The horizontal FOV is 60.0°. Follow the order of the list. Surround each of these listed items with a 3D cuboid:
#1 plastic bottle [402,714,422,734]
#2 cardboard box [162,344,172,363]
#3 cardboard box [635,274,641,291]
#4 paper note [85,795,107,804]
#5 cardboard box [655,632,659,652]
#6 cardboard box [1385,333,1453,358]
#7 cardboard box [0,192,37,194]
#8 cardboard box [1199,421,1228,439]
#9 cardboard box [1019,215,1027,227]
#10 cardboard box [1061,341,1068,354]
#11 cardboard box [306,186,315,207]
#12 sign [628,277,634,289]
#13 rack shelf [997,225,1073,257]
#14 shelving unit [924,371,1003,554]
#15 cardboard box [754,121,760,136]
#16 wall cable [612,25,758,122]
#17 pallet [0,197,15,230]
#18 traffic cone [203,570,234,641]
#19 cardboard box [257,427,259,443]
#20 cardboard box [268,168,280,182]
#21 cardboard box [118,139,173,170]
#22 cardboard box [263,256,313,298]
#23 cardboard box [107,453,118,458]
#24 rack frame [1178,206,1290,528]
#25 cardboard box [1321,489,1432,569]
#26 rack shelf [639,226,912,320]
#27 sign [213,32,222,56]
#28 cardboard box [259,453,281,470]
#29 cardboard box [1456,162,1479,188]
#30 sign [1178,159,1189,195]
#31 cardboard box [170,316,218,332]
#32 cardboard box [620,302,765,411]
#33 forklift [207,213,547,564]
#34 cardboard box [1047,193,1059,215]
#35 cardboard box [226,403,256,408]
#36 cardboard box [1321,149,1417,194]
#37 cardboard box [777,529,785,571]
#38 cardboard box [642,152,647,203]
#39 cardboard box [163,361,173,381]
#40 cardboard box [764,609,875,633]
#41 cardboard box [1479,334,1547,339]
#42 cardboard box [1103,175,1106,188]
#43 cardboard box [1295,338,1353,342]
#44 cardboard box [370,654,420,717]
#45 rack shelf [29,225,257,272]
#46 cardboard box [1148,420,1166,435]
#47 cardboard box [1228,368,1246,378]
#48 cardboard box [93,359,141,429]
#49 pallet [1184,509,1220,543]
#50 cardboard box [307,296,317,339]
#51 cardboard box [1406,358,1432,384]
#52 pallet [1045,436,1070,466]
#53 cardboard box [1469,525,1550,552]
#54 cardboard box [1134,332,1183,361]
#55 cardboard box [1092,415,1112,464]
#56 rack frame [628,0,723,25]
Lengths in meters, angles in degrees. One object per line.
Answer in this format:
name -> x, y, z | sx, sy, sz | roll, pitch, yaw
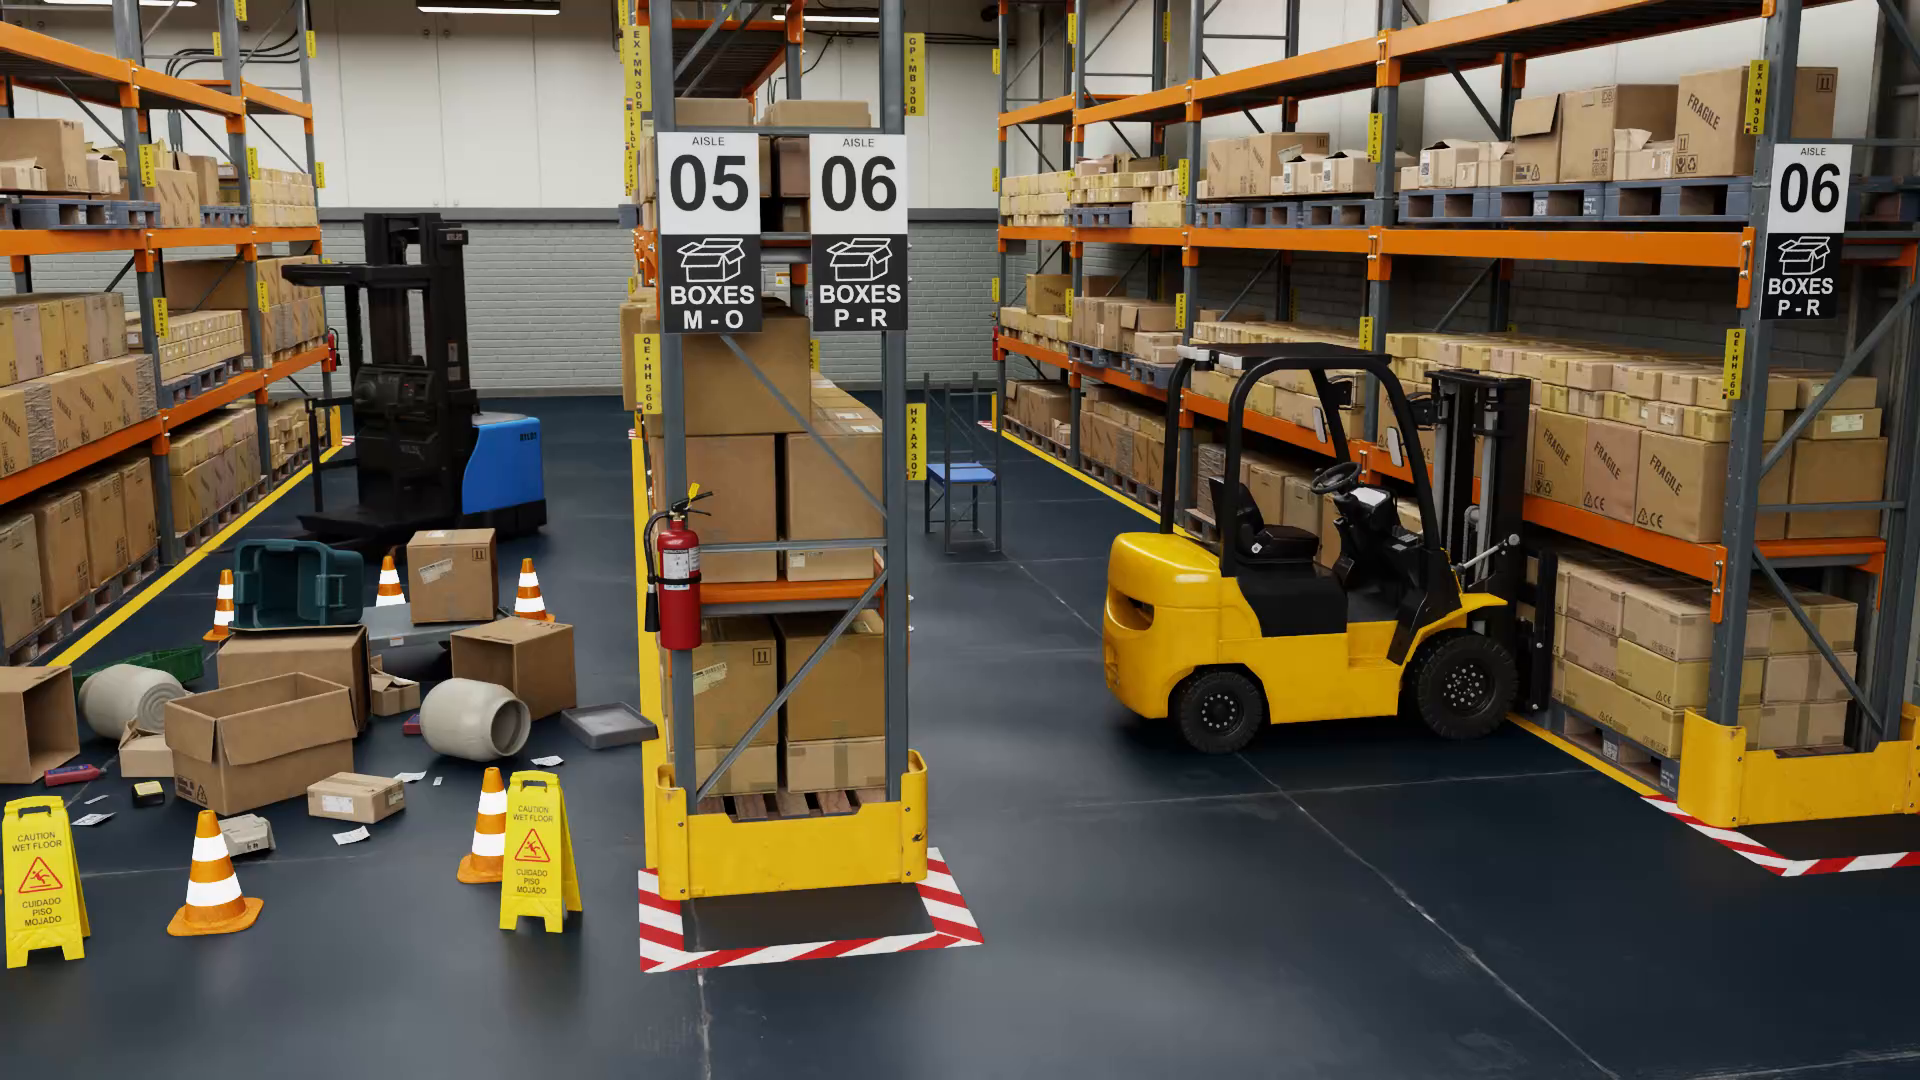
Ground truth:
plastic bottle -> -3.092, 1.045, 9.544 | 0.133, 0.061, 0.283 | 0, 11, -1
cardboard box -> -7.069, -1.613, 14.404 | 0.380, 0.149, 0.250 | -2, 11, -8
cardboard box -> -3.256, -2.620, 17.998 | 0.500, 0.500, 0.500 | -2, 11, -10
paper note -> -4.330, 1.301, 8.337 | 0.032, 0.001, 0.123 | 4, 11, 18
cardboard box -> -1.653, 0.559, 10.469 | 0.500, 0.250, 0.500 | -3, 11, -14
cardboard box -> 3.136, -1.329, 11.361 | 0.380, 0.149, 0.250 | -2, 11, -10
cardboard box -> -7.095, -2.661, 12.145 | 0.500, 0.250, 0.500 | -2, 11, -9
cardboard box -> 2.639, -1.115, 16.859 | 0.380, 0.149, 0.250 | -2, 11, -10
cardboard box -> 0.980, -4.177, 21.769 | 0.380, 0.149, 0.250 | -2, 11, -11
cardboard box -> 1.427, -2.325, 20.061 | 0.380, 0.149, 0.250 | -2, 11, -9
cardboard box -> -8.334, -4.276, 20.683 | 0.500, 0.250, 0.500 | -2, 11, -13
sign -> -4.383, -3.350, 22.246 | 0.100, 0.325, 0.005 | -2, 11, -11
rack shelf -> 1.420, -3.839, 21.246 | 1.077, 0.370, 4.000 | -2, 11, -11
shelving unit -> 0.017, -0.721, 14.974 | 0.538, 1.500, 1.048 | -2, 11, -11
cardboard box -> -0.860, -2.065, 8.539 | 0.380, 0.149, 0.250 | -2, 11, -10
wall cable -> -4.482, -6.911, 27.442 | 2.355, 3.000, 0.029 | -2, 11, -11
pallet -> -6.566, -2.051, 10.439 | 0.805, 0.209, 1.217 | -3, 11, -13
traffic cone -> -5.119, 0.440, 11.646 | 0.336, 0.463, 0.334 | -2, 11, -11
cardboard box -> -7.759, -1.141, 18.080 | 0.380, 0.149, 0.250 | -2, 11, -9
cardboard box -> -7.923, -4.119, 18.789 | 0.380, 0.149, 0.250 | -2, 11, -8
cardboard box -> -7.114, -3.362, 14.498 | 0.396, 0.266, 0.258 | -2, 11, -11
cardboard box -> -8.242, -3.225, 20.379 | 0.500, 0.500, 0.500 | -3, 11, -13
cardboard box -> -7.507, -0.701, 14.416 | 0.500, 0.250, 0.500 | -2, 11, -12
rack frame -> 2.587, -1.618, 15.677 | 1.000, 3.000, 0.127 | -2, 11, -11
cardboard box -> 3.252, -0.020, 12.506 | 0.875, 0.625, 0.625 | -2, 11, -8
rack shelf -> -1.114, -1.457, 8.731 | 1.077, 0.370, 4.000 | -2, 11, -11
sign -> -9.205, -6.131, 20.632 | 0.100, 0.325, 0.005 | -2, 11, -11
cardboard box -> -7.651, -0.857, 18.176 | 0.380, 0.149, 0.250 | -3, 11, -13
cardboard box -> 3.304, -2.256, 10.286 | 0.380, 0.149, 0.250 | -2, 11, -9
sign -> 2.054, -3.327, 15.247 | 0.100, 0.325, 0.005 | -2, 11, -11
cardboard box -> -7.428, -2.091, 16.117 | 0.380, 0.149, 0.250 | -2, 11, -13
cardboard box -> -1.330, -0.925, 8.297 | 0.700, 0.500, 0.500 | -2, 11, -12
forklift -> -5.054, -1.331, 14.350 | 1.130, 2.935, 3.031 | 6, 12, 29
cardboard box -> 1.358, -4.072, 20.153 | 0.500, 0.250, 0.500 | -3, 11, -13
cardboard box -> -8.809, -1.599, 20.483 | 0.380, 0.149, 0.250 | -2, 11, -11
cardboard box -> 2.985, -2.694, 12.153 | 0.500, 0.311, 0.500 | -2, 11, -13
cardboard box -> -0.652, 0.038, 7.648 | 0.380, 0.149, 0.250 | -2, 11, -10
cardboard box -> -1.392, -1.880, 8.634 | 0.500, 0.250, 0.500 | -2, 11, -10
cardboard box -> -7.058, -1.460, 14.395 | 0.380, 0.149, 0.250 | -2, 11, -8
cardboard box -> -0.722, 0.548, 8.520 | 0.500, 0.500, 0.500 | -3, 11, -13
cardboard box -> 3.732, -1.304, 11.226 | 0.380, 0.149, 0.250 | -2, 11, -13
cardboard box -> 1.749, -3.848, 17.853 | 0.380, 0.149, 0.250 | -2, 11, -10
cardboard box -> 2.846, -1.494, 13.023 | 0.380, 0.149, 0.250 | -2, 11, -12
cardboard box -> -3.450, 0.867, 9.932 | 0.396, 0.266, 0.258 | 9, 14, 38
rack shelf -> -7.506, -2.726, 15.396 | 1.077, 0.370, 4.000 | -2, 11, -11
cardboard box -> 2.144, -1.146, 17.021 | 0.380, 0.149, 0.250 | -2, 11, -9
cardboard box -> 2.614, -1.512, 14.180 | 0.500, 0.250, 0.500 | -2, 11, -12
cardboard box -> -6.670, -1.123, 12.809 | 0.500, 0.500, 0.500 | -2, 11, -11
pallet -> 2.709, -0.096, 15.137 | 1.003, 0.211, 1.213 | -2, 11, -11
cardboard box -> -8.238, -2.734, 20.473 | 0.500, 0.500, 0.500 | -2, 11, -12
cardboard box -> 3.221, -1.137, 11.146 | 0.380, 0.149, 0.250 | -2, 11, -10
pallet -> 1.676, -1.108, 20.455 | 1.003, 0.211, 1.213 | -2, 11, -11
cardboard box -> 3.349, 0.054, 10.449 | 0.500, 0.250, 0.500 | -2, 11, -9
cardboard box -> 2.064, -1.933, 16.607 | 0.500, 0.250, 0.500 | -3, 11, -14
cardboard box -> 1.796, -1.136, 18.706 | 0.500, 0.500, 0.500 | -2, 11, -12
rack frame -> -3.059, -5.118, 18.019 | 1.000, 3.000, 0.127 | -2, 11, -11
